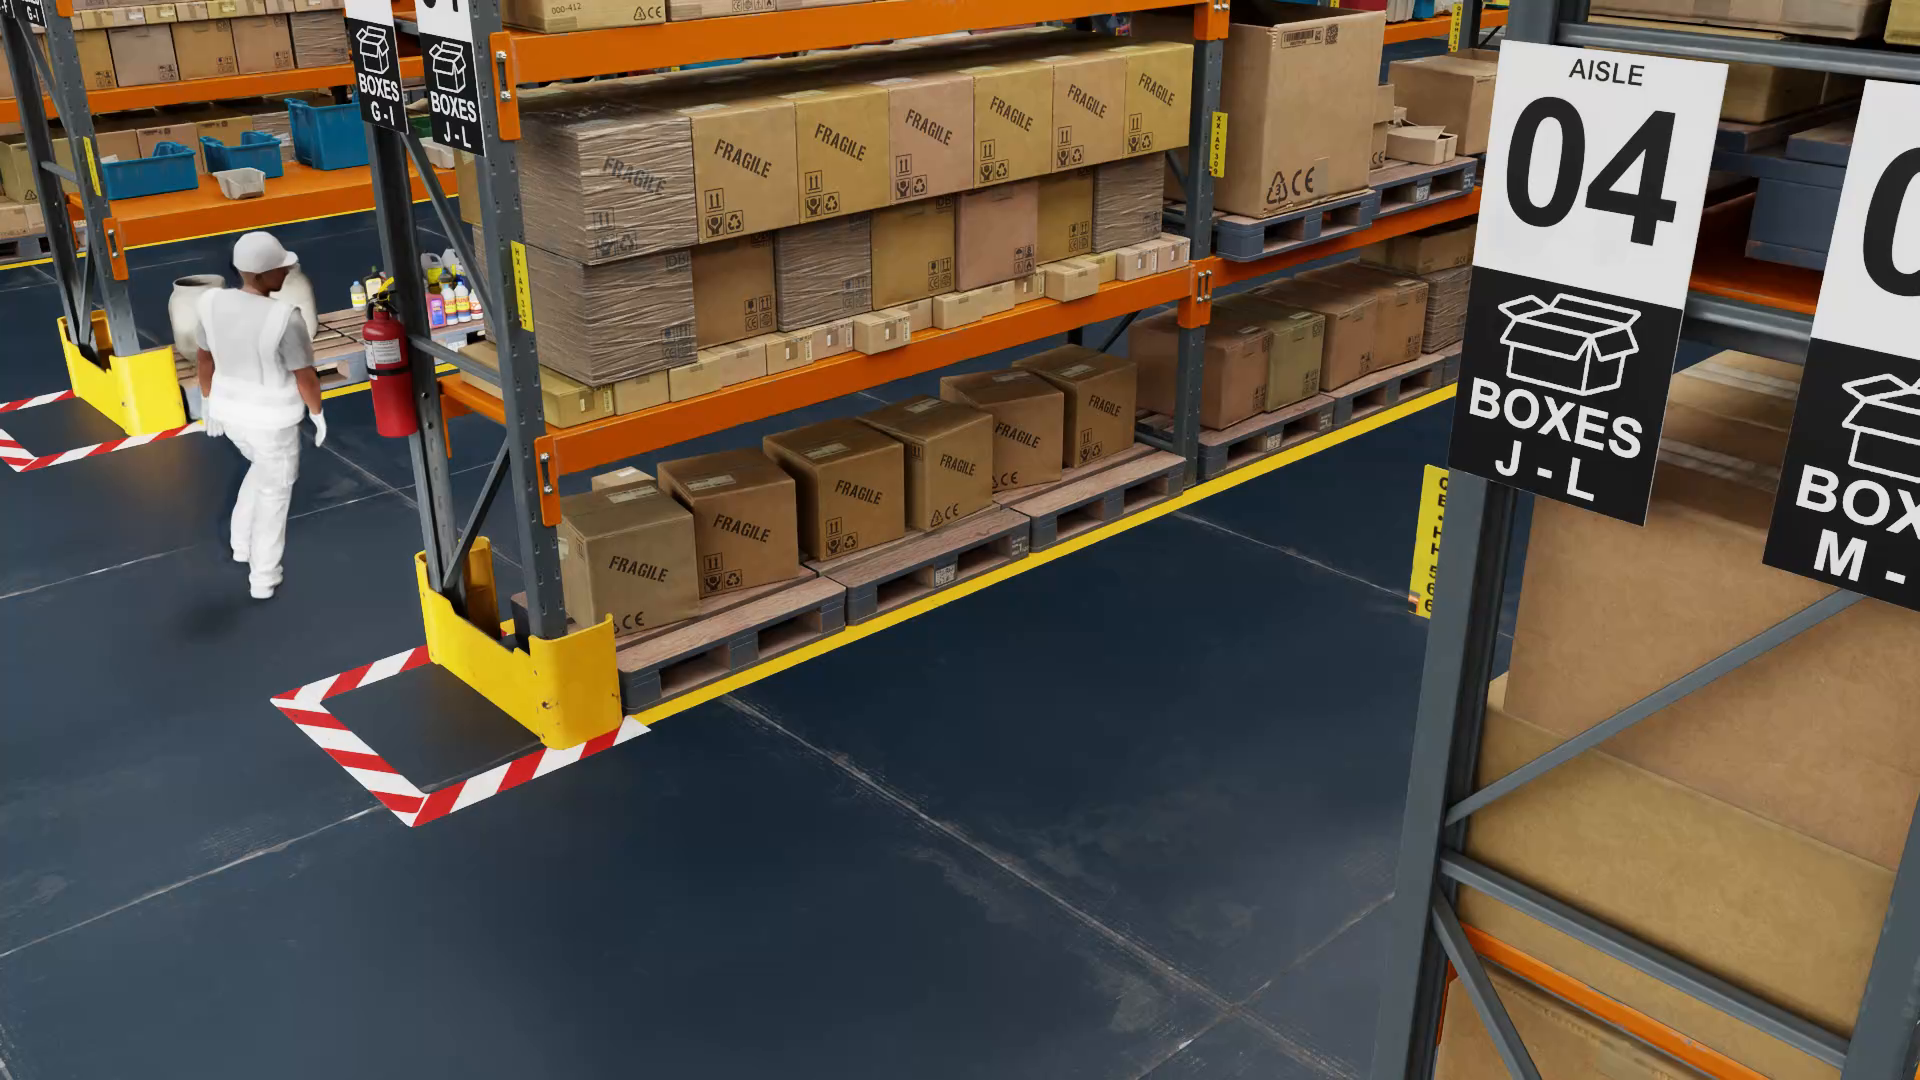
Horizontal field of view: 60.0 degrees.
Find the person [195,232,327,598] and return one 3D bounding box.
[{"bbox_3d":[-3.282,-0.598,7.871,0.677,1.770,0.459,5,25,12],"label":"person"}]
